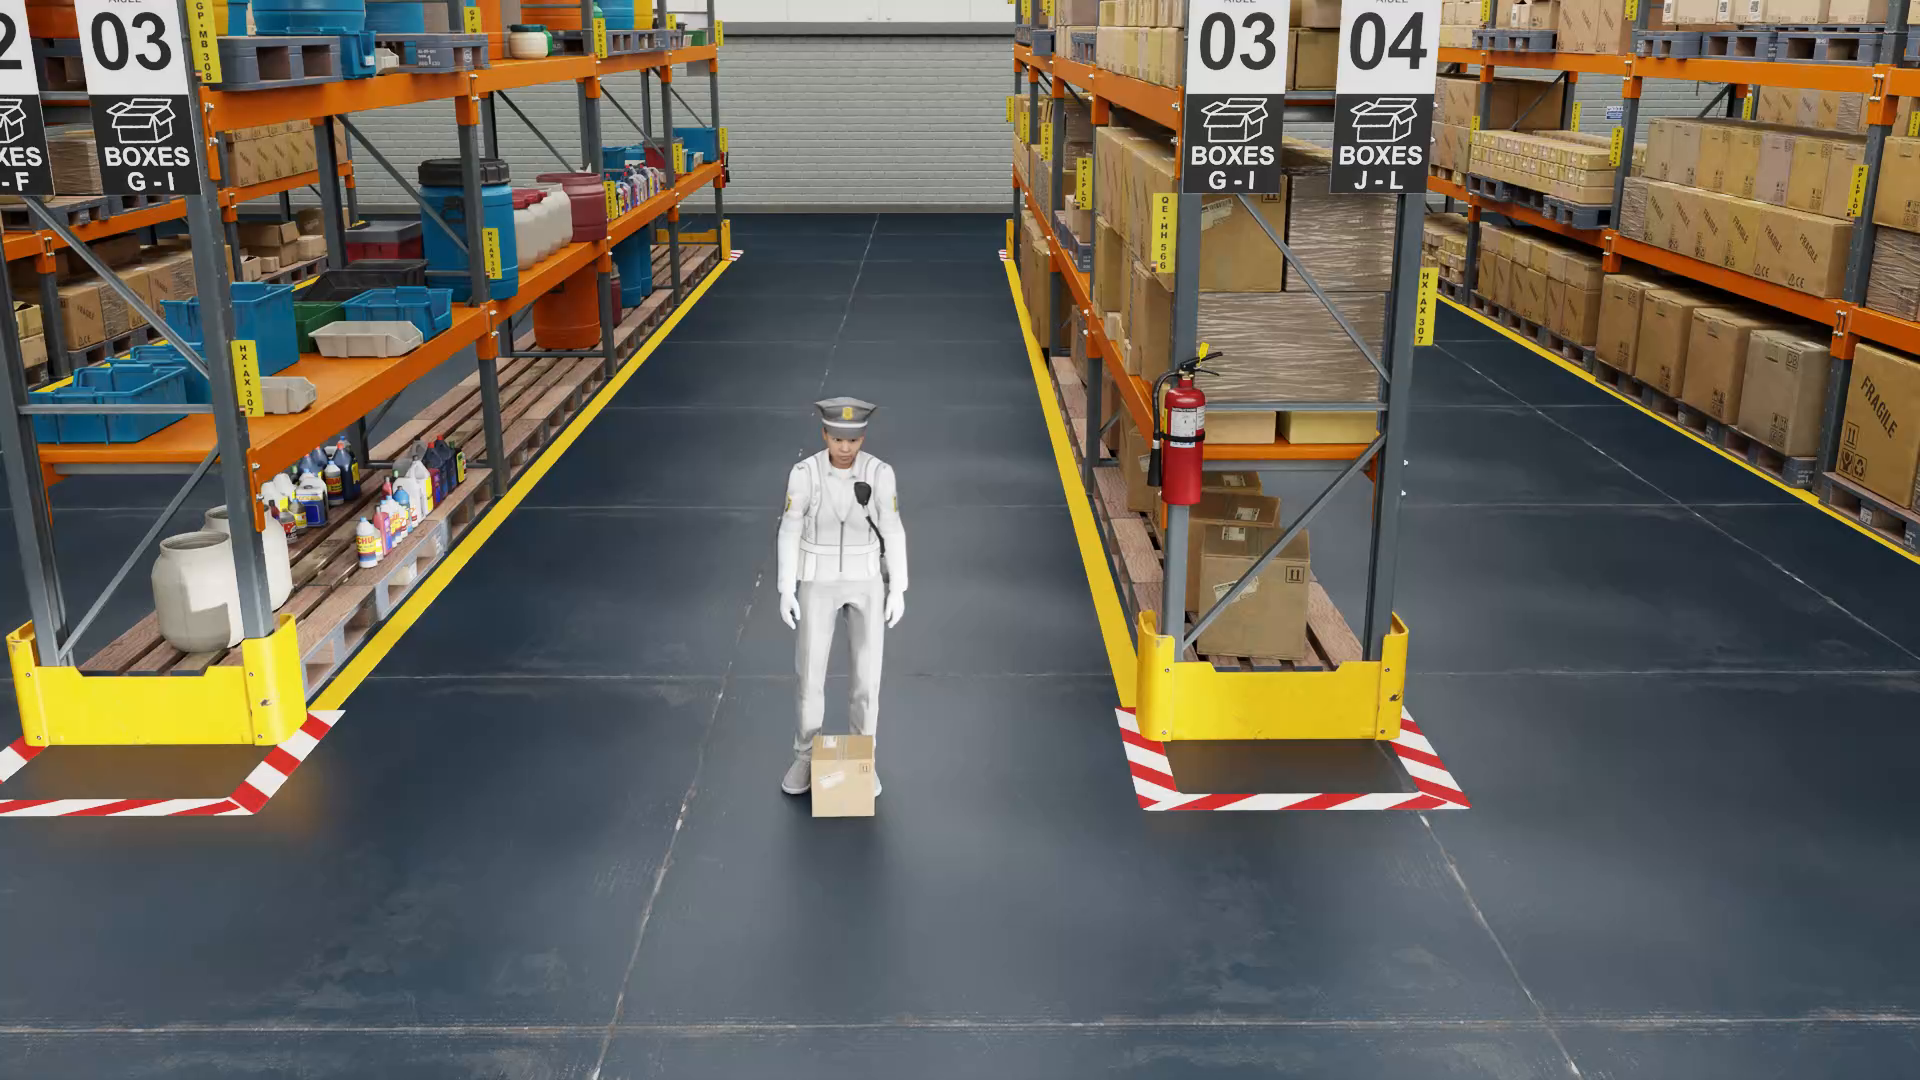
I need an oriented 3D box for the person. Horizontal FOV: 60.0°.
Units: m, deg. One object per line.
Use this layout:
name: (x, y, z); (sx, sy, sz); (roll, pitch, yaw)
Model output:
person: (-0.483, 0.225, 6.817); (0.539, 1.662, 0.415); (-1, 17, -4)
